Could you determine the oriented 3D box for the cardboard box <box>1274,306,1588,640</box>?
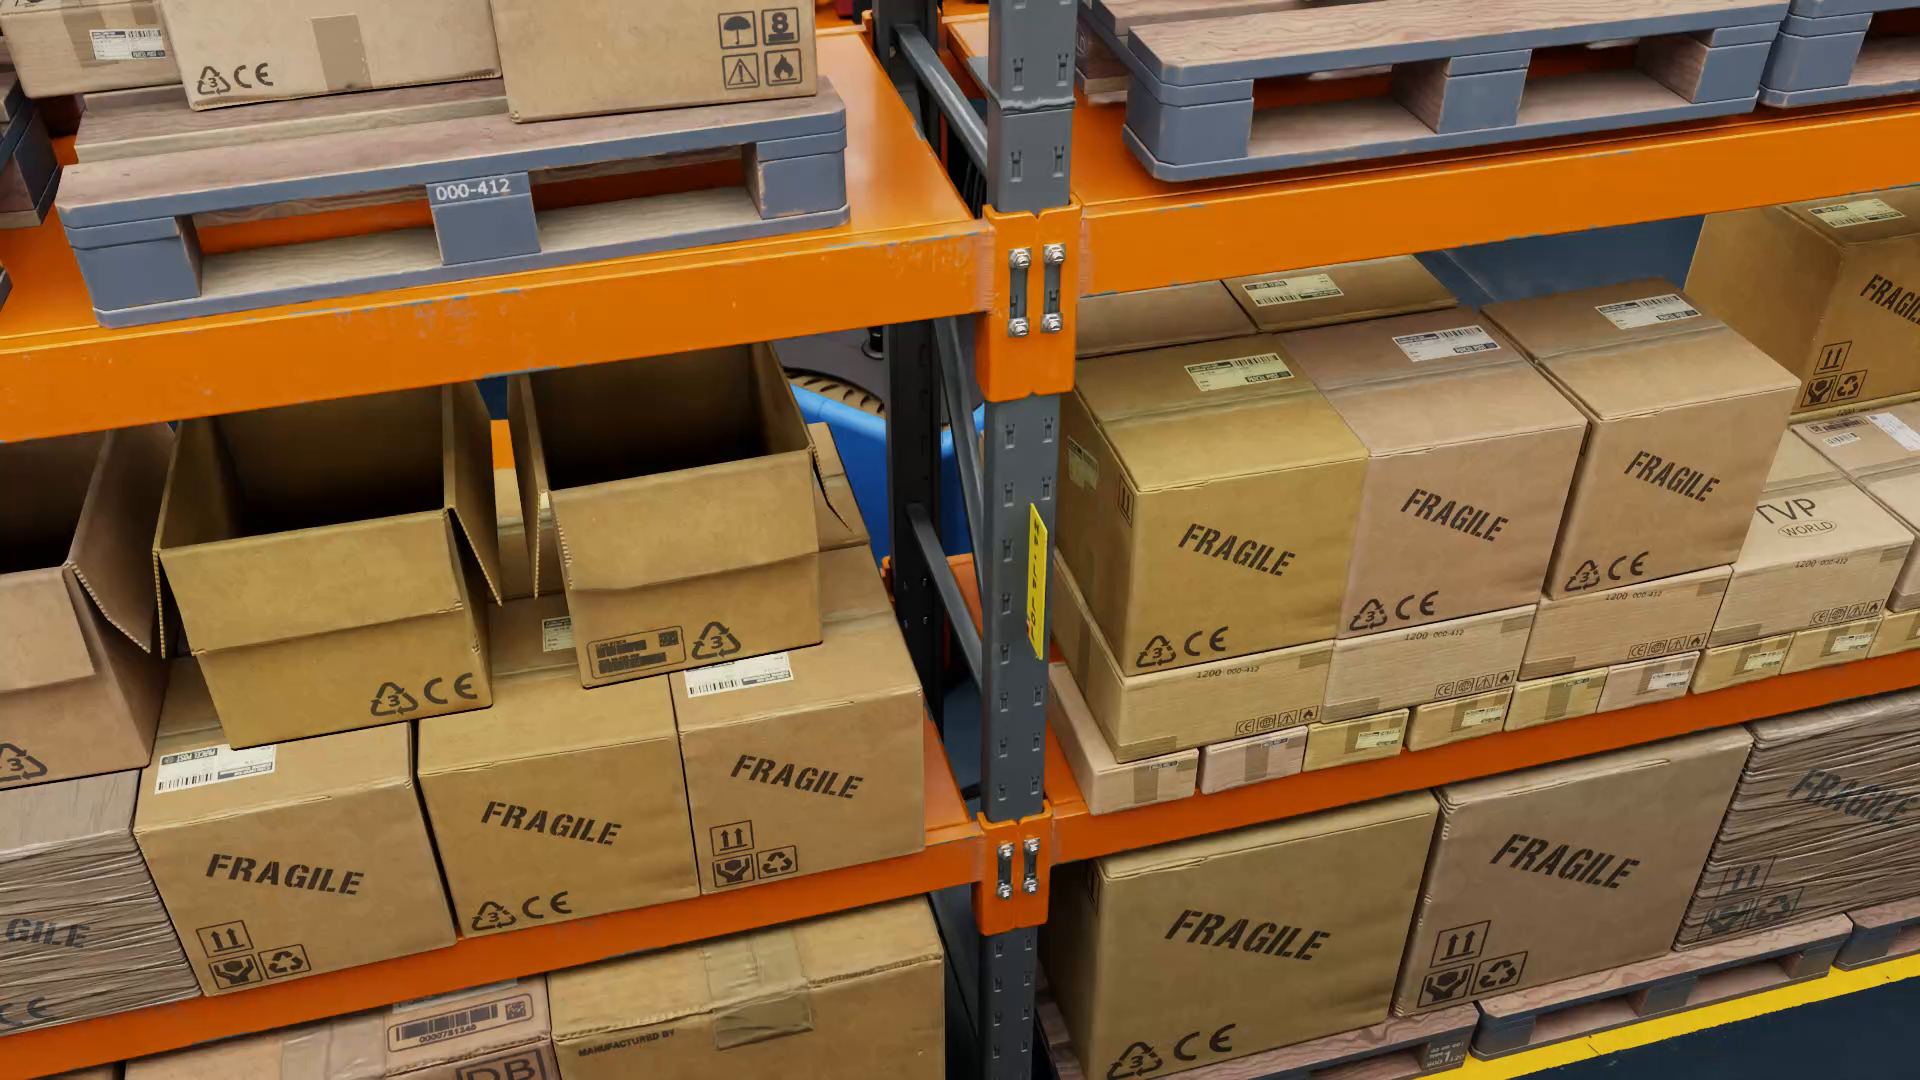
[{"bbox_3d":[1.006,-0.160,3.752,0.500,0.500,0.500,-9,38,-12],"label":"cardboard box"}]

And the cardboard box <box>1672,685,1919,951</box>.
[{"bbox_3d":[2.385,0.532,4.989,0.875,0.875,0.875,-9,38,-12],"label":"cardboard box"}]

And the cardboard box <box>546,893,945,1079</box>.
[{"bbox_3d":[-0.613,0.986,4.395,0.875,0.875,1.225,-9,38,-12],"label":"cardboard box"}]

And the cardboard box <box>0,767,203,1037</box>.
[{"bbox_3d":[-1.848,0.628,3.378,0.500,0.500,0.500,-9,38,-12],"label":"cardboard box"}]

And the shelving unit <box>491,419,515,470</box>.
[{"bbox_3d":[-1.300,0.050,5.759,1.048,1.125,0.538,-4,38,-6],"label":"shelving unit"}]

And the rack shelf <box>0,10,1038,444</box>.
[{"bbox_3d":[-1.932,-0.393,2.918,4.000,0.370,1.077,-9,38,-12],"label":"rack shelf"}]

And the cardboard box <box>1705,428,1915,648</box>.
[{"bbox_3d":[1.979,-0.018,4.184,0.500,0.250,0.500,-9,38,-12],"label":"cardboard box"}]

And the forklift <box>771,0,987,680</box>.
[{"bbox_3d":[0.369,-1.517,6.320,1.130,2.935,3.031,22,43,27],"label":"forklift"}]

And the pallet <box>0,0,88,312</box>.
[{"bbox_3d":[-2.176,-0.599,2.751,1.213,0.211,1.003,-8,38,-10],"label":"pallet"}]

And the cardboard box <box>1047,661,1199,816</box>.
[{"bbox_3d":[0.372,0.444,3.908,0.250,0.149,0.380,-9,38,-12],"label":"cardboard box"}]

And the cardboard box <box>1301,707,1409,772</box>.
[{"bbox_3d":[0.879,0.360,4.017,0.250,0.149,0.380,-8,38,-10],"label":"cardboard box"}]

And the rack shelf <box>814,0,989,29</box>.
[{"bbox_3d":[0.639,-2.741,8.456,4.000,0.370,1.077,-9,38,-12],"label":"rack shelf"}]

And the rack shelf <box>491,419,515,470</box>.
[{"bbox_3d":[-1.300,-0.183,5.581,1.000,0.278,0.538,-4,38,-6],"label":"rack shelf"}]

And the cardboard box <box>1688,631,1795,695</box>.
[{"bbox_3d":[1.876,0.196,4.232,0.250,0.149,0.380,-10,39,-13],"label":"cardboard box"}]

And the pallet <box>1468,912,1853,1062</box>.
[{"bbox_3d":[1.934,1.033,5.226,1.213,0.211,1.003,-9,38,-12],"label":"pallet"}]

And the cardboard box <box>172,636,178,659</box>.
[{"bbox_3d":[-1.976,0.326,3.772,0.500,0.500,0.500,-9,38,-11],"label":"cardboard box"}]

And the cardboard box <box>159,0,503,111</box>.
[{"bbox_3d":[-1.083,-1.006,2.855,0.500,0.311,0.500,-11,39,-13],"label":"cardboard box"}]

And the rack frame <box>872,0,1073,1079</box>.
[{"bbox_3d":[-0.001,0.196,4.025,0.127,3.000,1.000,-9,38,-12],"label":"rack frame"}]

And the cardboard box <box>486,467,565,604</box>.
[{"bbox_3d":[-0.995,0.162,3.987,0.500,0.500,0.500,-9,38,-12],"label":"cardboard box"}]

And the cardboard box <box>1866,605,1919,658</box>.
[{"bbox_3d":[2.367,0.115,4.337,0.250,0.149,0.380,-9,38,-12],"label":"cardboard box"}]

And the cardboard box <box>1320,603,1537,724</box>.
[{"bbox_3d":[1.003,0.140,3.976,0.500,0.250,0.500,-9,38,-12],"label":"cardboard box"}]

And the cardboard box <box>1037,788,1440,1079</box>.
[{"bbox_3d":[0.657,0.815,4.619,0.875,0.875,0.875,-9,38,-12],"label":"cardboard box"}]

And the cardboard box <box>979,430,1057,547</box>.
[{"bbox_3d":[0.357,-0.087,4.273,0.500,0.250,0.500,-10,39,-13],"label":"cardboard box"}]

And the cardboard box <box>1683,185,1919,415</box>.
[{"bbox_3d":[2.346,-0.712,4.473,0.500,0.500,0.500,-10,39,-13],"label":"cardboard box"}]

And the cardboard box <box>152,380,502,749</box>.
[{"bbox_3d":[-1.281,-0.035,3.418,0.637,0.503,0.797,-9,38,-11],"label":"cardboard box"}]

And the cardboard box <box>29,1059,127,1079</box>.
[{"bbox_3d":[-2.328,1.273,4.021,0.875,0.875,1.225,-9,38,-12],"label":"cardboard box"}]

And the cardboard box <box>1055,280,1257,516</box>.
[{"bbox_3d":[0.373,-0.390,4.053,0.500,0.500,0.500,-8,38,-11],"label":"cardboard box"}]

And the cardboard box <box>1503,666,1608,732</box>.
[{"bbox_3d":[1.380,0.277,4.126,0.250,0.149,0.380,-10,39,-13],"label":"cardboard box"}]

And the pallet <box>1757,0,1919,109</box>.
[{"bbox_3d":[1.967,-1.275,3.552,1.213,0.211,1.003,-9,38,-12],"label":"pallet"}]

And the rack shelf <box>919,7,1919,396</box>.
[{"bbox_3d":[1.930,-1.027,3.747,4.000,0.370,1.077,-9,38,-12],"label":"rack shelf"}]

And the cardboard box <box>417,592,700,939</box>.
[{"bbox_3d":[-0.861,0.465,3.592,0.500,0.500,0.500,-8,38,-11],"label":"cardboard box"}]
